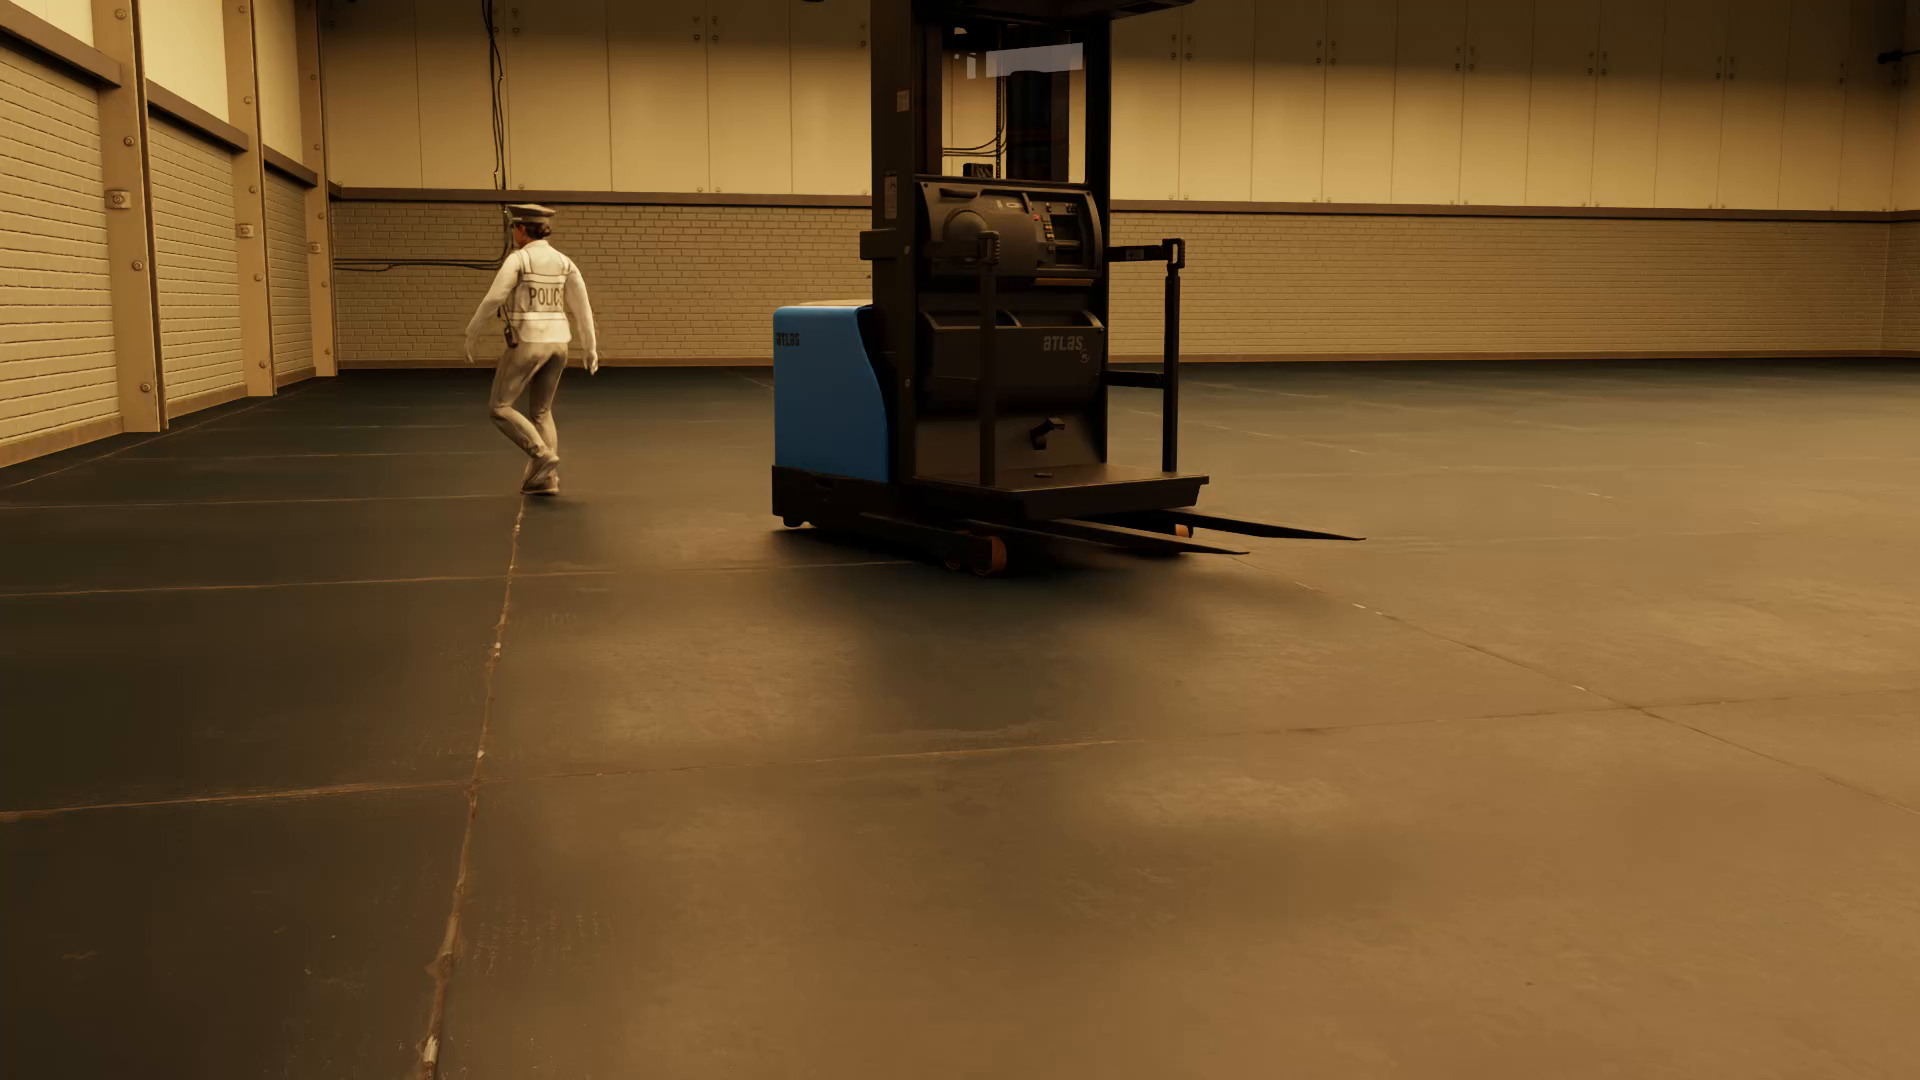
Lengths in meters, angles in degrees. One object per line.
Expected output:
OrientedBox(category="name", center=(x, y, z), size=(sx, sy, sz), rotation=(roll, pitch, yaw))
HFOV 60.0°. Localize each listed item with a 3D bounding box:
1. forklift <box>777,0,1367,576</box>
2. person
OrientedBox(category="forklift", center=(0.352, -1.383, 7.012), size=(1.121, 2.935, 3.031), rotation=(-6, 10, -35))
OrientedBox(category="person", center=(-2.391, -1.067, 9.407), size=(0.508, 1.649, 0.694), rotation=(5, 10, 34))
